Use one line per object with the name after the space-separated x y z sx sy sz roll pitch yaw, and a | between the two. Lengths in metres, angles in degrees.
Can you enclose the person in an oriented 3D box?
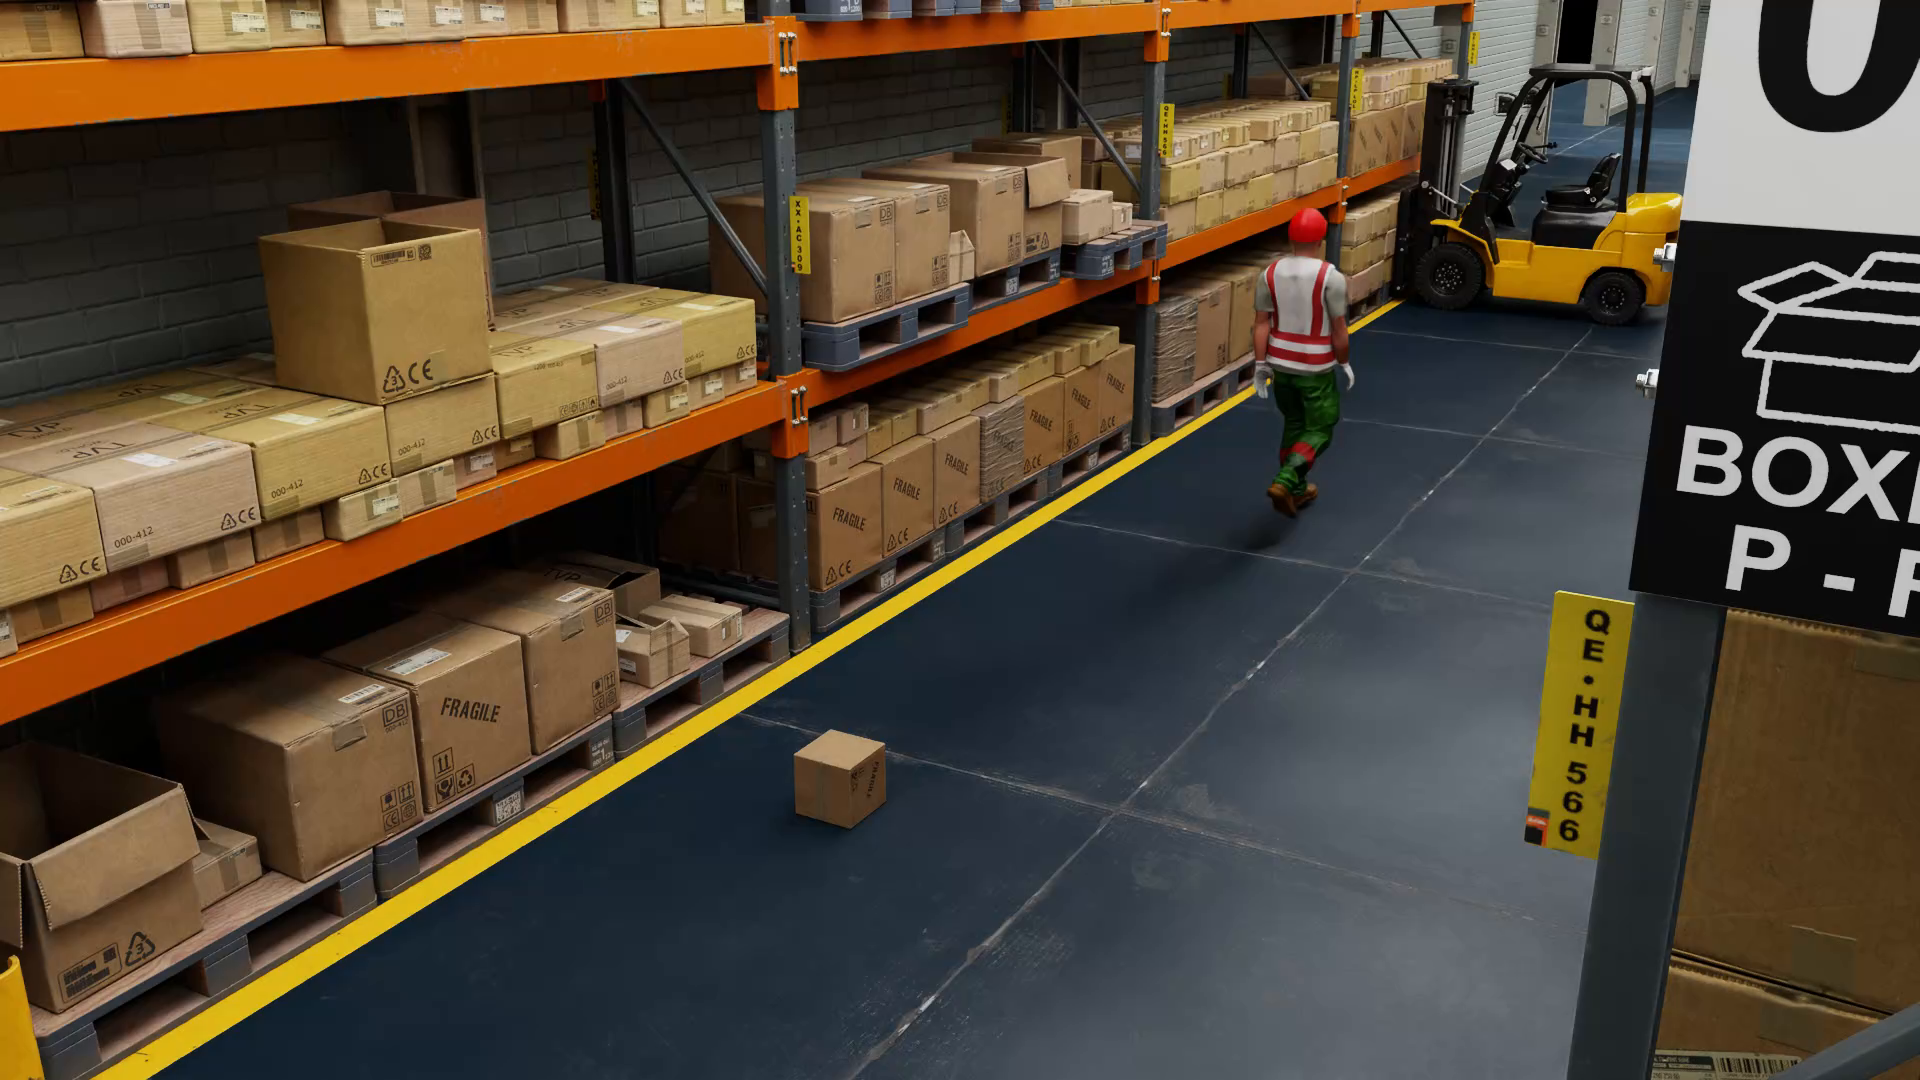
1.907 -0.971 9.295 0.533 1.761 0.861 15 24 36 | person
